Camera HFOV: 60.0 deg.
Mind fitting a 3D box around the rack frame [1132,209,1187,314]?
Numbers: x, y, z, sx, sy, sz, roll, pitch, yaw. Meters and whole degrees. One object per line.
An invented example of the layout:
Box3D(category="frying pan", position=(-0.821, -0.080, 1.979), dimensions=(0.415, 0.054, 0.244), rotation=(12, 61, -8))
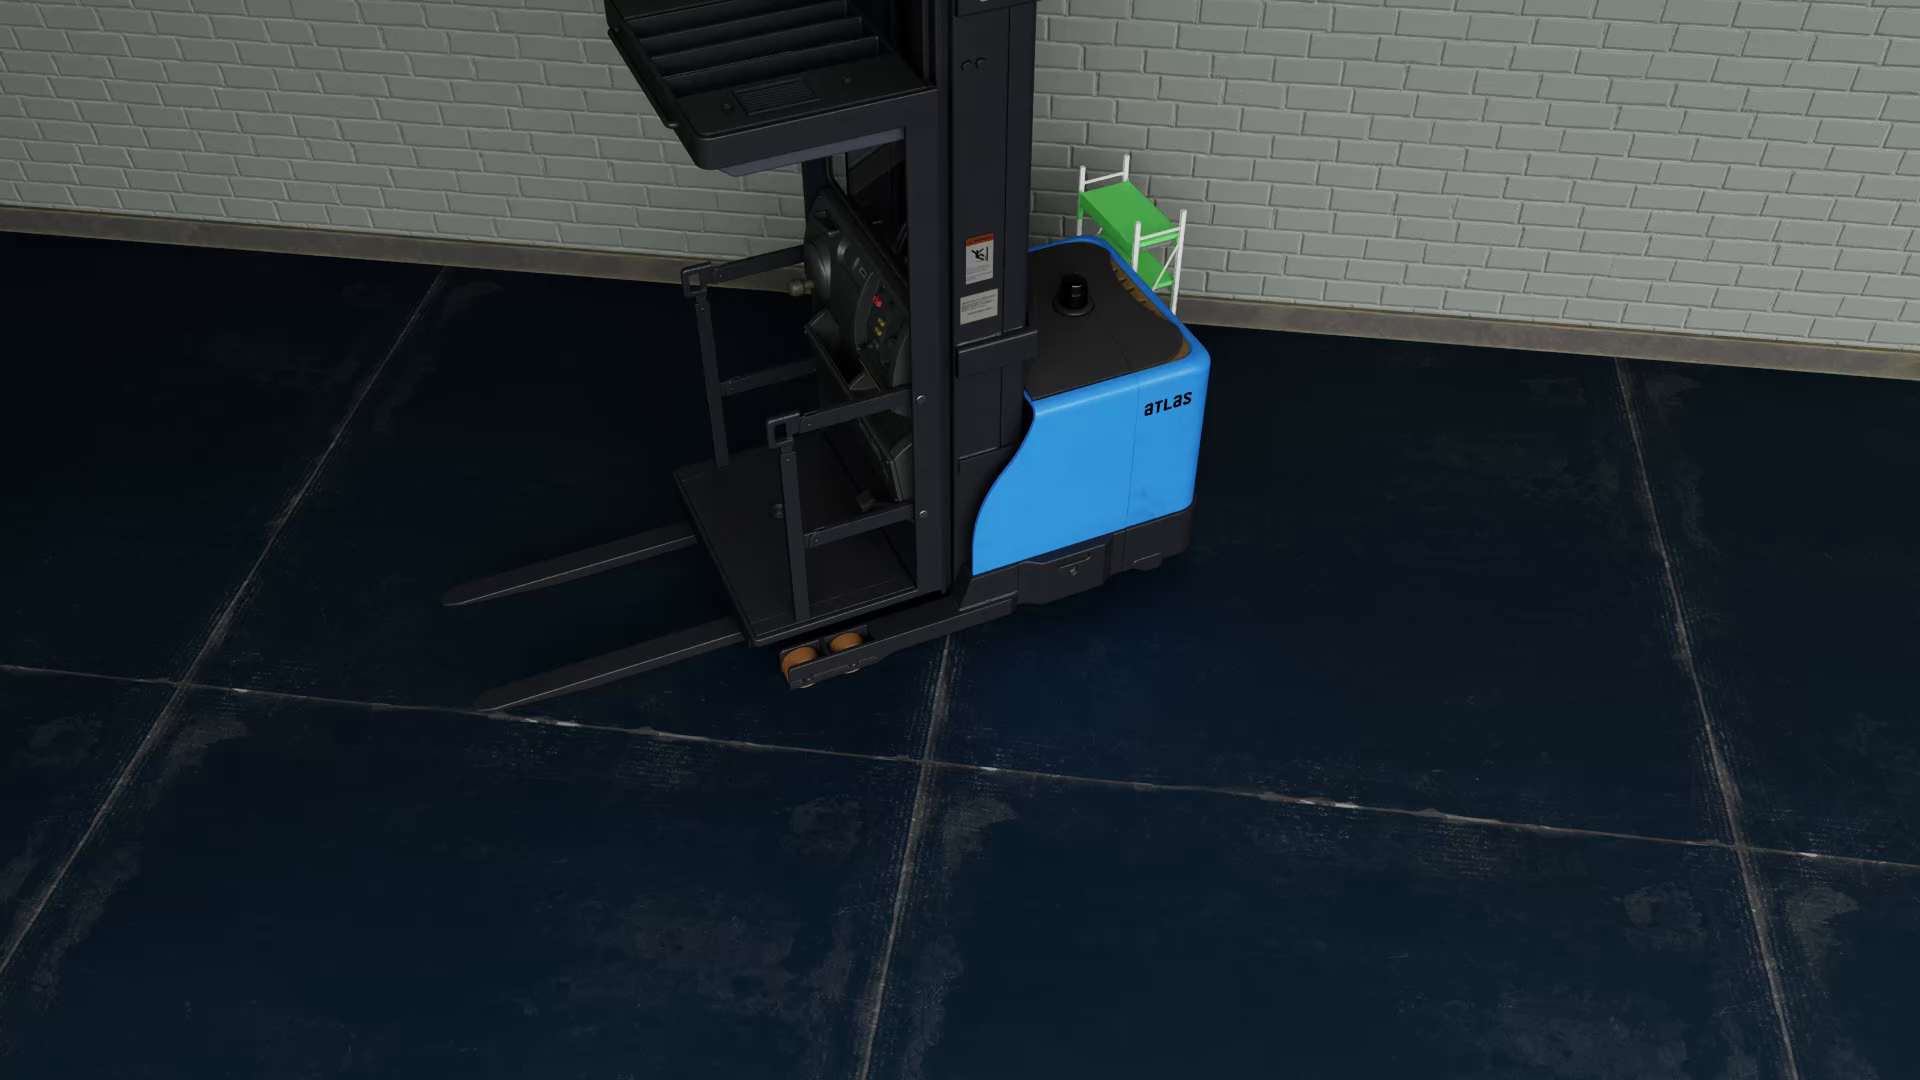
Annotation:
Box3D(category="rack frame", position=(0.837, -0.912, 7.341), dimensions=(0.240, 1.200, 0.015), rotation=(-18, 46, -18))

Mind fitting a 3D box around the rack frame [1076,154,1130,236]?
Box3D(category="rack frame", position=(0.631, -1.217, 7.662), dimensions=(0.240, 1.200, 0.015), rotation=(-18, 46, -18))

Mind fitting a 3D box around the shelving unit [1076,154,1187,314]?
Box3D(category="shelving unit", position=(0.734, -1.065, 7.502), dimensions=(0.258, 1.200, 0.503), rotation=(-18, 46, -18))

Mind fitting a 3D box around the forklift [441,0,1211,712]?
Box3D(category="forklift", position=(-0.569, -0.891, 6.059), dimensions=(3.031, 2.935, 1.130), rotation=(-17, 46, -17))

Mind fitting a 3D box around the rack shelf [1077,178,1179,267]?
Box3D(category="rack shelf", position=(0.734, -1.367, 7.215), dimensions=(0.258, 0.148, 0.480), rotation=(-18, 46, -18))

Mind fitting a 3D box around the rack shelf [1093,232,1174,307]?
Box3D(category="rack shelf", position=(0.734, -1.192, 7.381), dimensions=(0.258, 0.148, 0.480), rotation=(-18, 46, -18))
